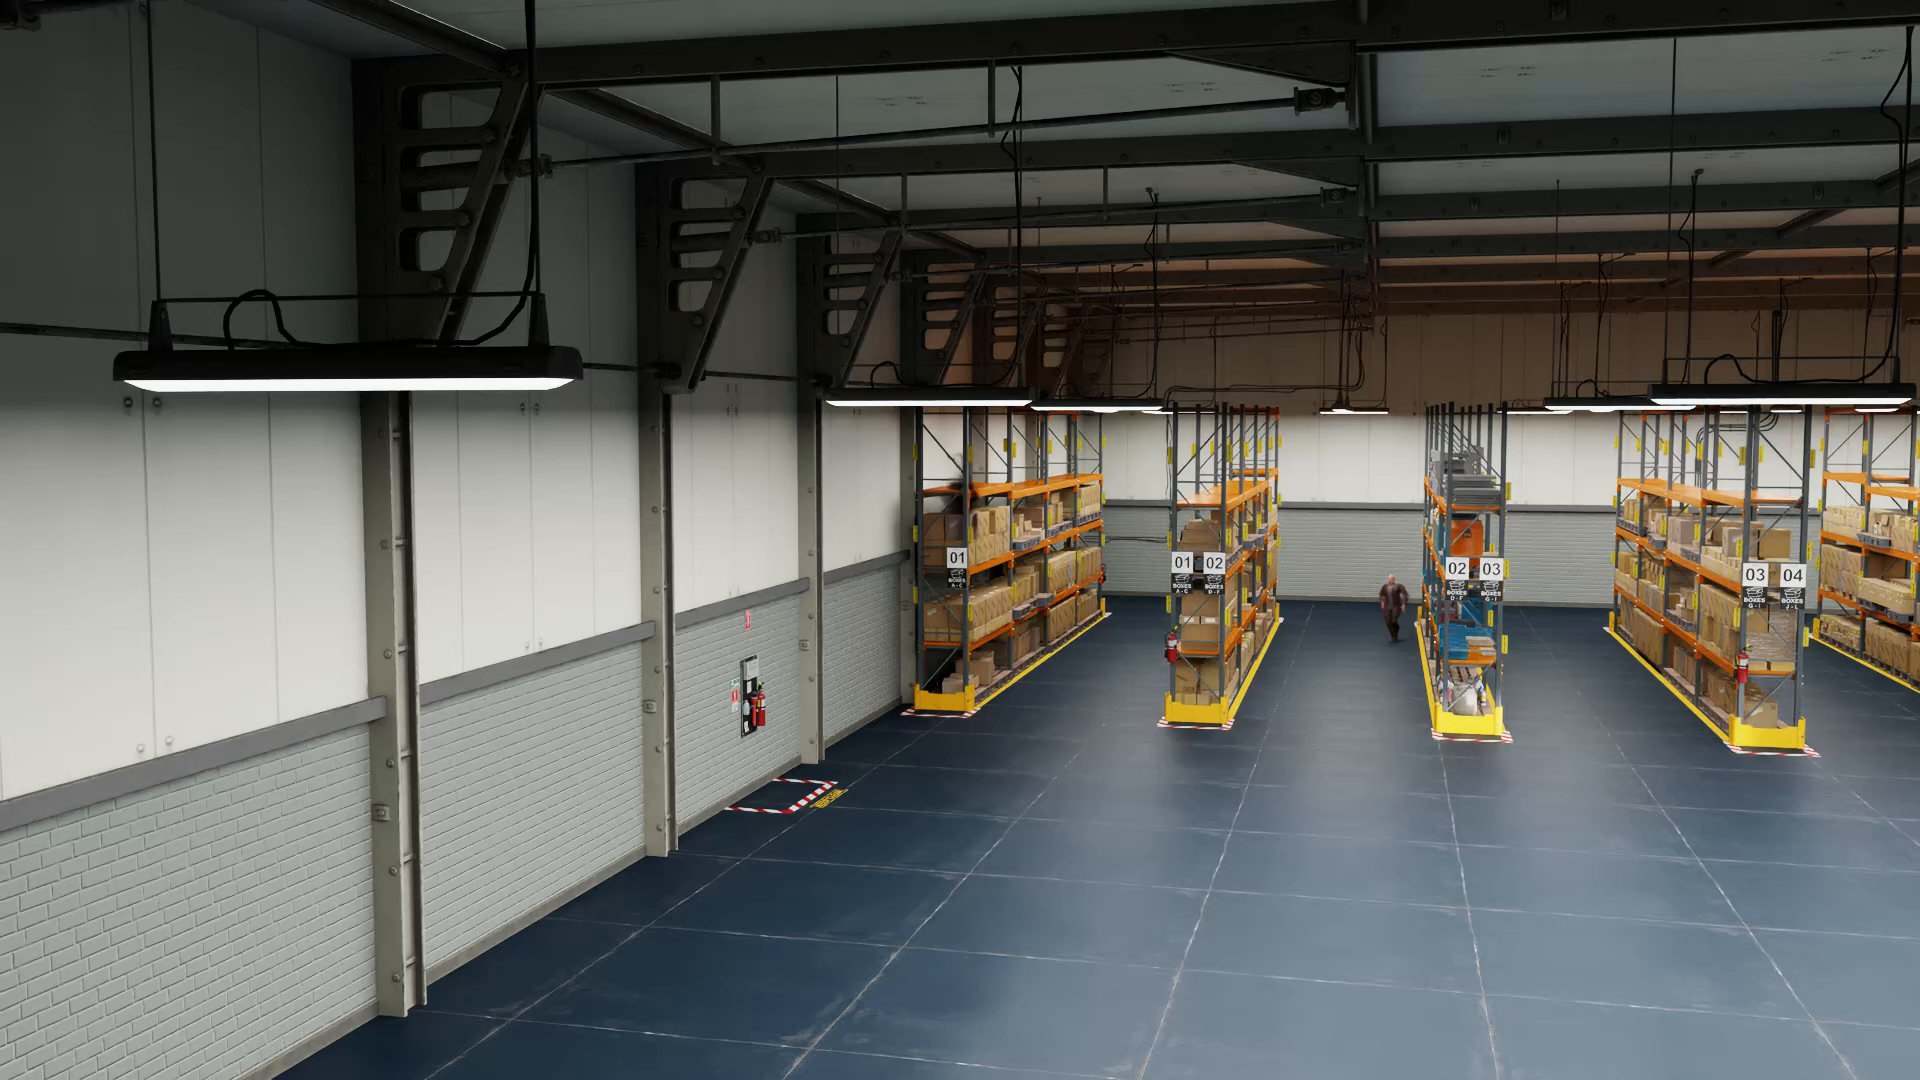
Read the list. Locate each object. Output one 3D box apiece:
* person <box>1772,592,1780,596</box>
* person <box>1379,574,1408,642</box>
[{"bbox_3d":[21.380,1.744,43.608,0.601,1.553,0.498,4,6,44],"label":"person"},{"bbox_3d":[11.038,1.731,42.399,0.745,1.735,0.615,3,5,35],"label":"person"}]
